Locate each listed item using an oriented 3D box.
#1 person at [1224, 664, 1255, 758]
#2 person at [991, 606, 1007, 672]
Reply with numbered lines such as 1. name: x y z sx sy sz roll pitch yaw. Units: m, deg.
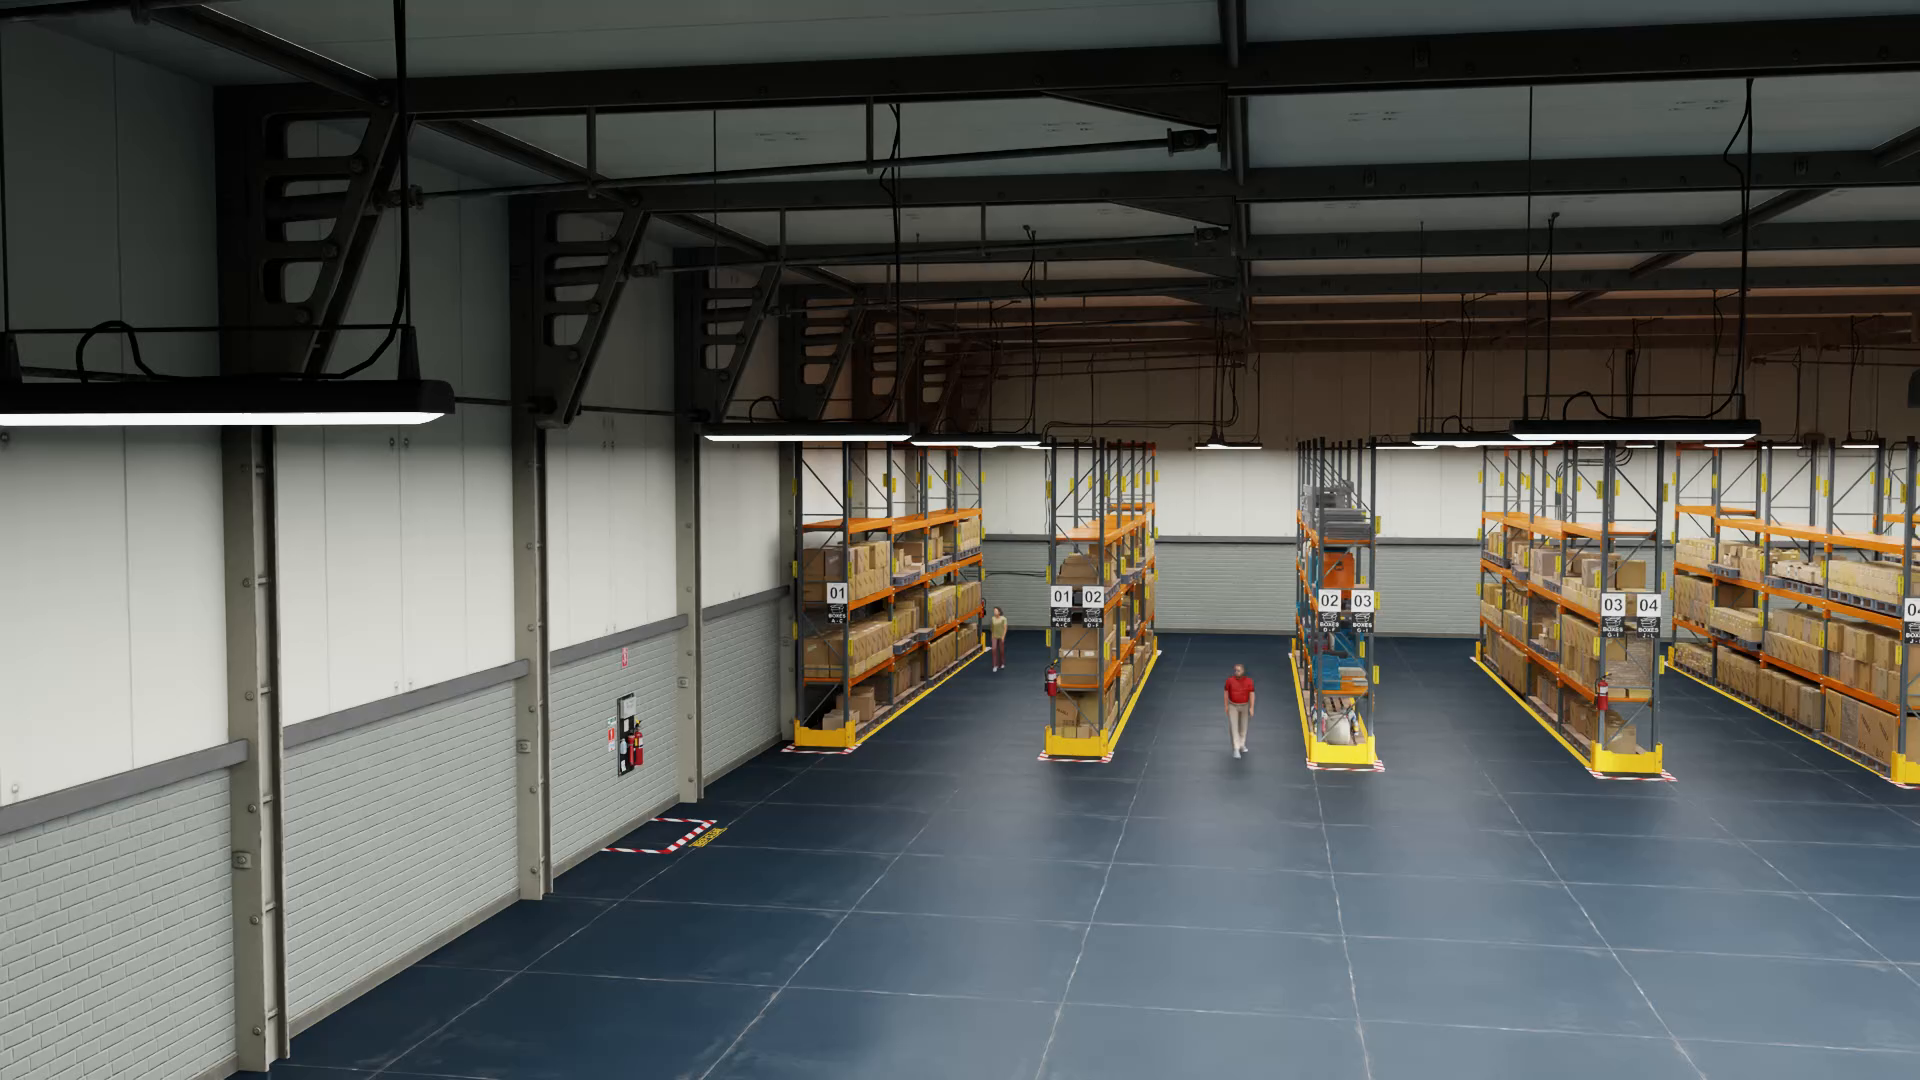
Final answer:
1. person: 5.289 3.191 31.390 0.555 1.698 0.890 0 3 3
2. person: 1.005 2.595 43.675 0.469 1.697 0.754 1 3 15
